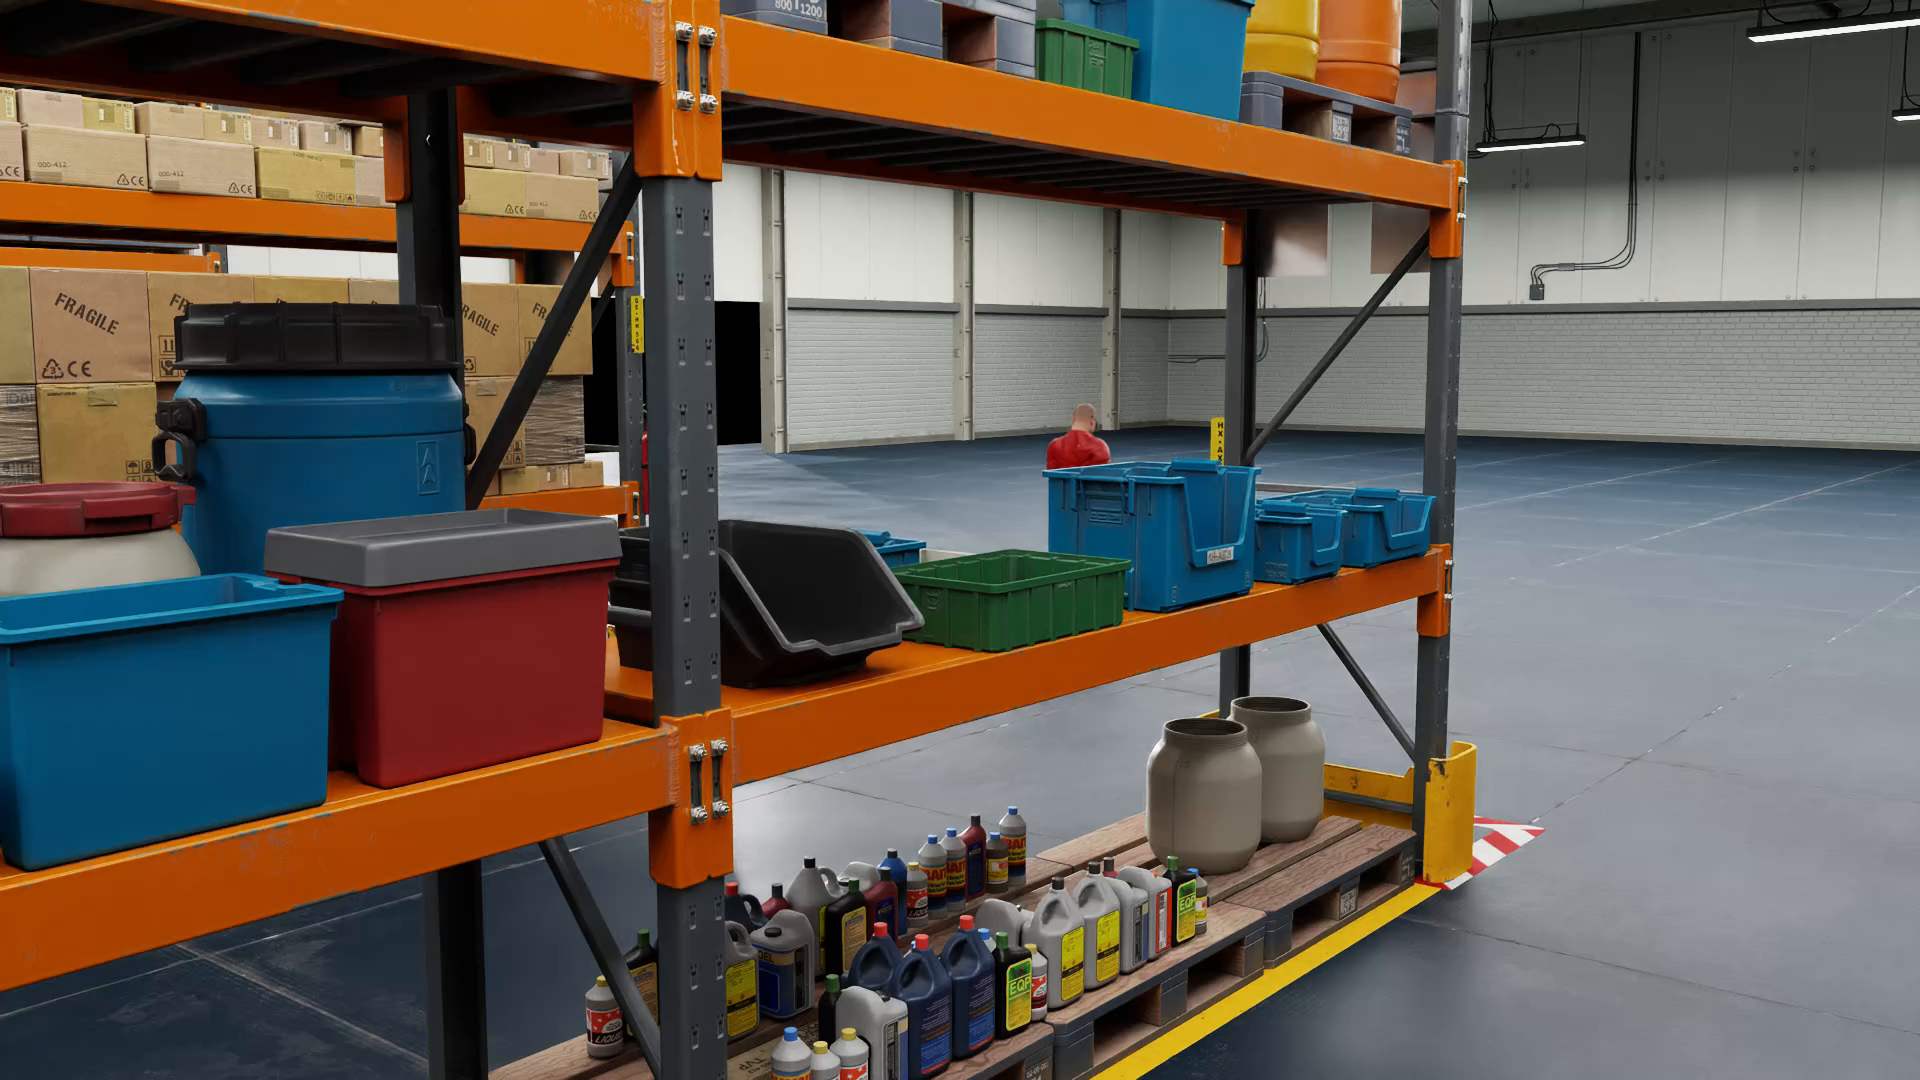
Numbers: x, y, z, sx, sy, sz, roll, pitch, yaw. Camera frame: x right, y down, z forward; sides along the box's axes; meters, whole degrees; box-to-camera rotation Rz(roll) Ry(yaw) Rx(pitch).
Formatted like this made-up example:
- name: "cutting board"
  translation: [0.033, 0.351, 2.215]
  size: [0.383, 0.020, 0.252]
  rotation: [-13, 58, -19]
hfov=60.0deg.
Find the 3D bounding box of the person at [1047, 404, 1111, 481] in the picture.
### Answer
- name: "person"
  translation: [0.870, -0.118, 11.935]
  size: [0.538, 1.713, 0.363]
  rotation: [6, 9, 40]
